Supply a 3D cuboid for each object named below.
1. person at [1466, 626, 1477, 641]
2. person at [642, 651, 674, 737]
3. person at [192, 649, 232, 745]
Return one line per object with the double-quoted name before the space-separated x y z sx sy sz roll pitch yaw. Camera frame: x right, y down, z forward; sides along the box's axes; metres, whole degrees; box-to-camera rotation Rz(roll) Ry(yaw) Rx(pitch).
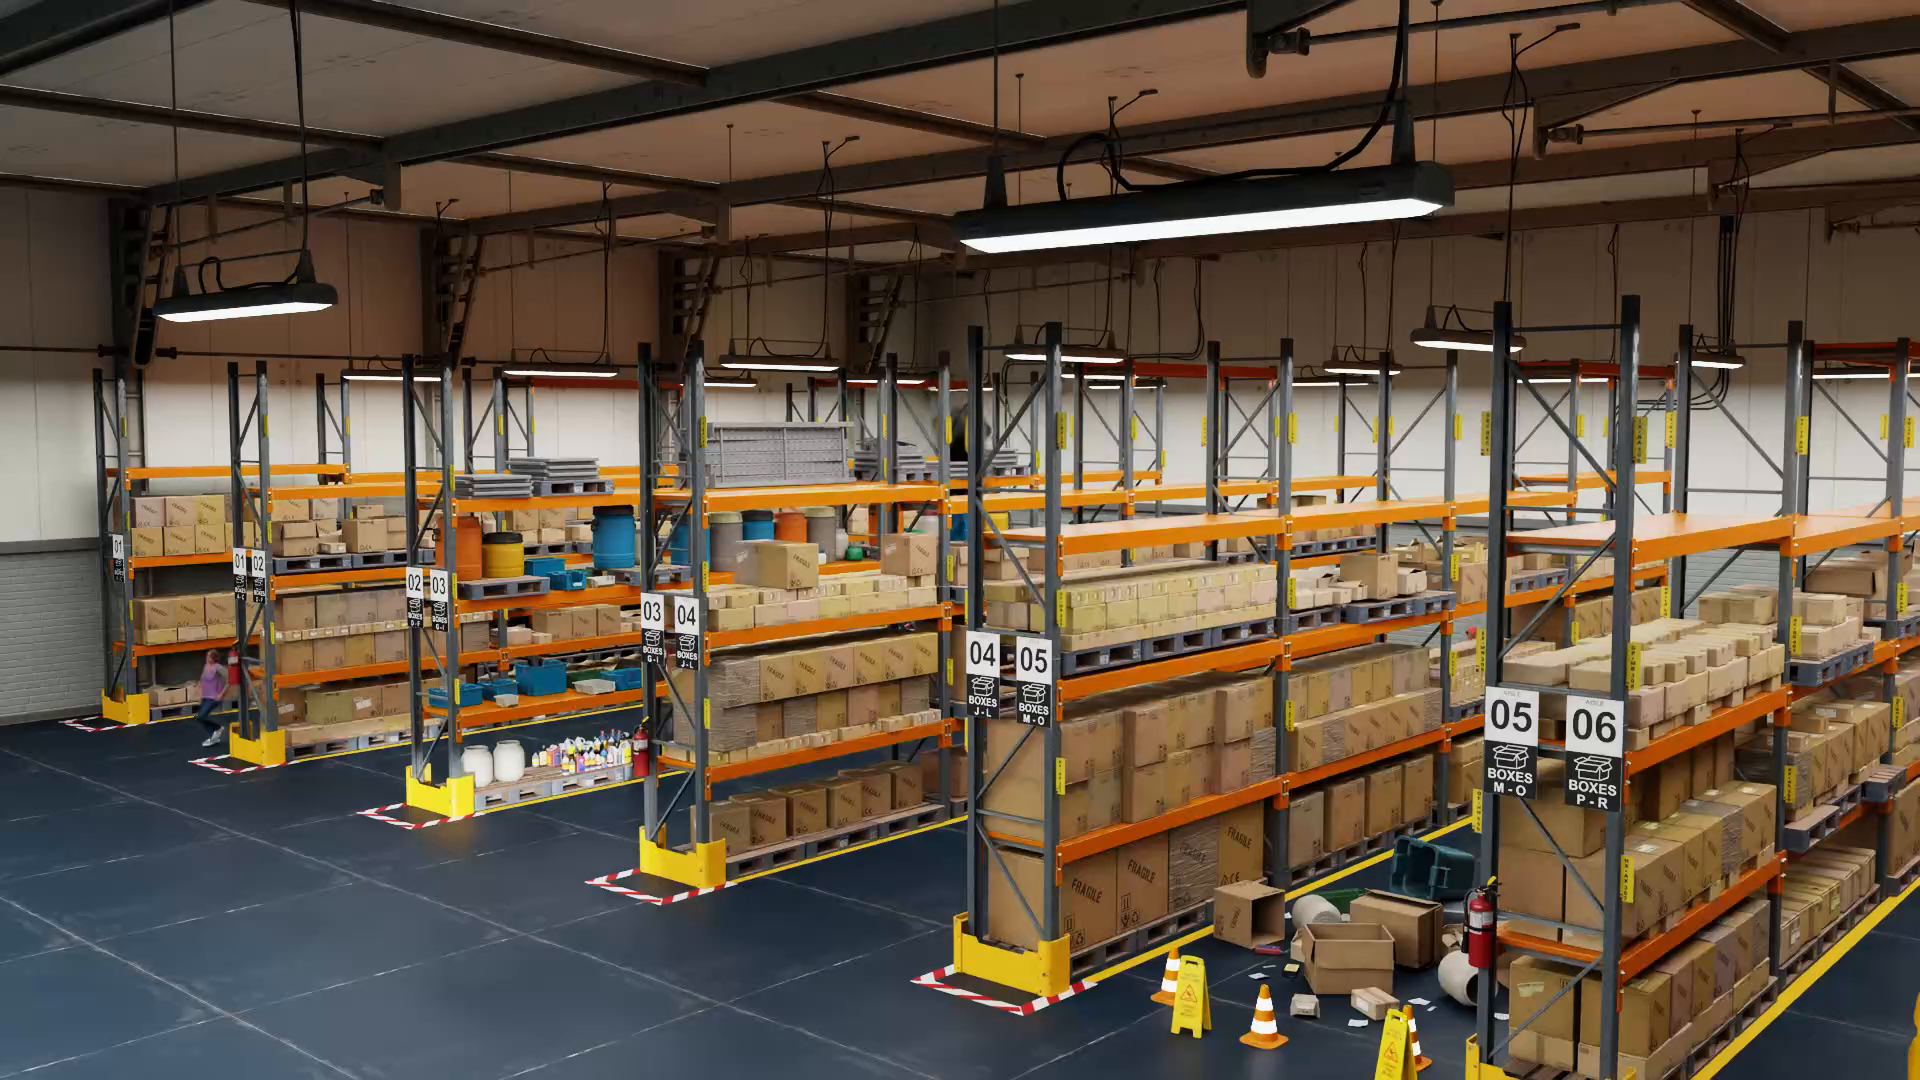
"person" 8.313 2.290 26.928 0.685 1.800 0.872 4 6 41
"person" -4.864 2.347 26.703 0.691 1.736 0.609 4 6 44
"person" -11.760 2.491 26.088 0.603 1.534 0.473 3 5 34
